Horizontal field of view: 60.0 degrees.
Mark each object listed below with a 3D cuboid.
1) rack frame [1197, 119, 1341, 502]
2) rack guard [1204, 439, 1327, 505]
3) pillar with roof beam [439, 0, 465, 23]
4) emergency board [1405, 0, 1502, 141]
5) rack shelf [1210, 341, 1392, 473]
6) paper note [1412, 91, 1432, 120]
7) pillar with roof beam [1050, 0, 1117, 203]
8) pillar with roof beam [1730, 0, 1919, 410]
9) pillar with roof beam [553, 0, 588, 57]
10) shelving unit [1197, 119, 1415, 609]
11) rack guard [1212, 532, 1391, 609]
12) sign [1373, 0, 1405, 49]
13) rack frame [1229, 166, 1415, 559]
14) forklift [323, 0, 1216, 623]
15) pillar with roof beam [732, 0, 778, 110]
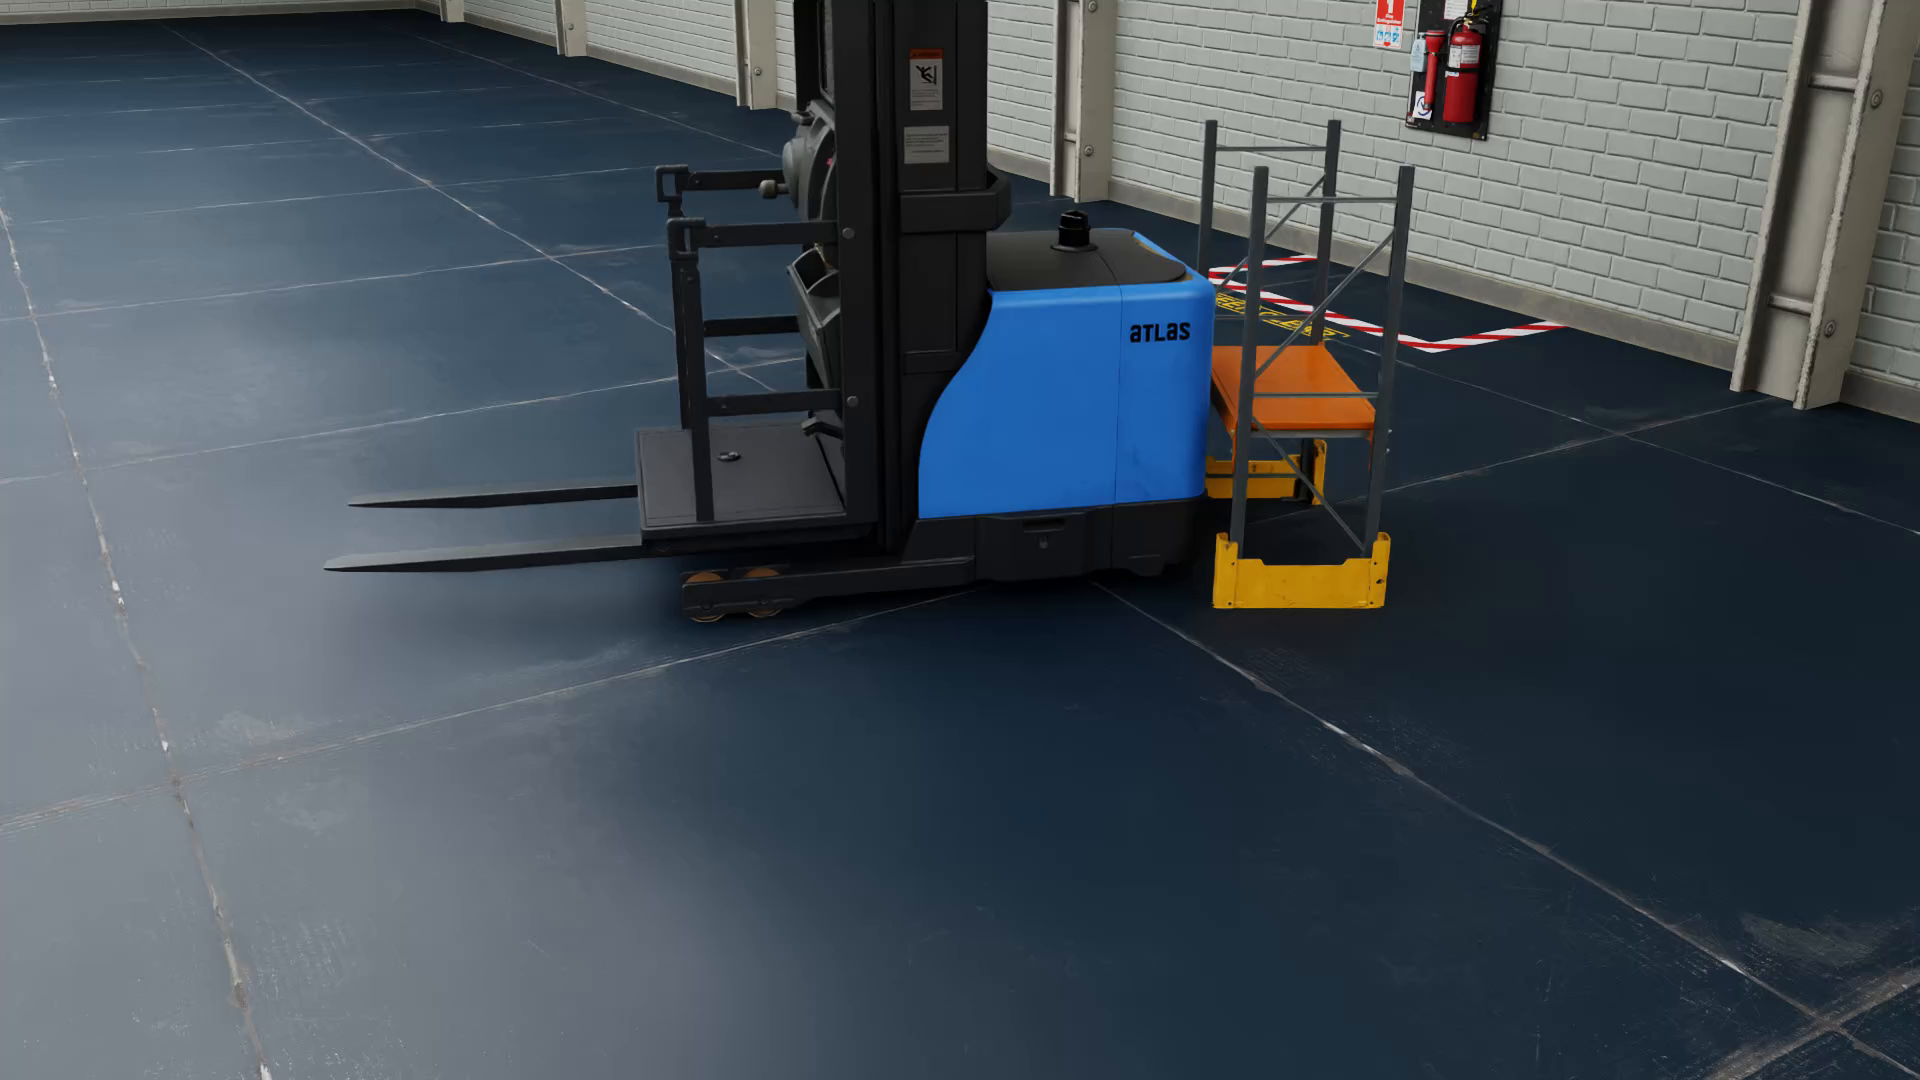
[{"bbox_3d":[1.158,-0.856,6.427,0.500,1.500,0.032,0,22,-1],"label":"rack frame"},{"bbox_3d":[1.158,-0.270,6.644,0.587,0.250,0.087,0,22,-1],"label":"rack guard"},{"bbox_3d":[-11.969,-11.813,23.424,9.100,9.000,0.400,-13,25,-28],"label":"pillar with roof beam"},{"bbox_3d":[2.762,-2.900,9.463,0.194,1.169,0.643,-13,25,-28],"label":"emergency board"},{"bbox_3d":[1.165,-0.498,6.024,0.538,0.185,1.000,0,22,-1],"label":"rack shelf"},{"bbox_3d":[2.730,-2.563,9.802,0.016,0.148,0.142,-13,25,-28],"label":"paper note"},{"bbox_3d":[-2.775,-5.986,9.088,9.100,9.000,0.400,-13,25,-28],"label":"pillar with roof beam"},{"bbox_3d":[0.290,-4.044,4.310,9.100,9.000,0.400,-13,25,-28],"label":"pillar with roof beam"},{"bbox_3d":[-8.905,-9.871,18.645,9.100,9.000,0.400,-13,25,-28],"label":"pillar with roof beam"},{"bbox_3d":[1.165,-0.662,5.947,0.587,1.500,1.083,0,22,-1],"label":"shelving unit"},{"bbox_3d":[1.172,0.105,5.721,0.587,0.250,0.087,0,22,-1],"label":"rack guard"},{"bbox_3d":[2.568,-3.115,9.945,0.001,0.329,0.234,-13,25,-28],"label":"sign"},{"bbox_3d":[1.172,-0.474,5.485,0.500,1.500,0.032,0,22,-1],"label":"rack frame"},{"bbox_3d":[-0.687,-1.295,5.605,3.031,2.935,1.130,-4,23,-11],"label":"forklift"},{"bbox_3d":[-5.840,-7.928,13.867,9.100,9.000,0.400,-13,25,-28],"label":"pillar with roof beam"}]
